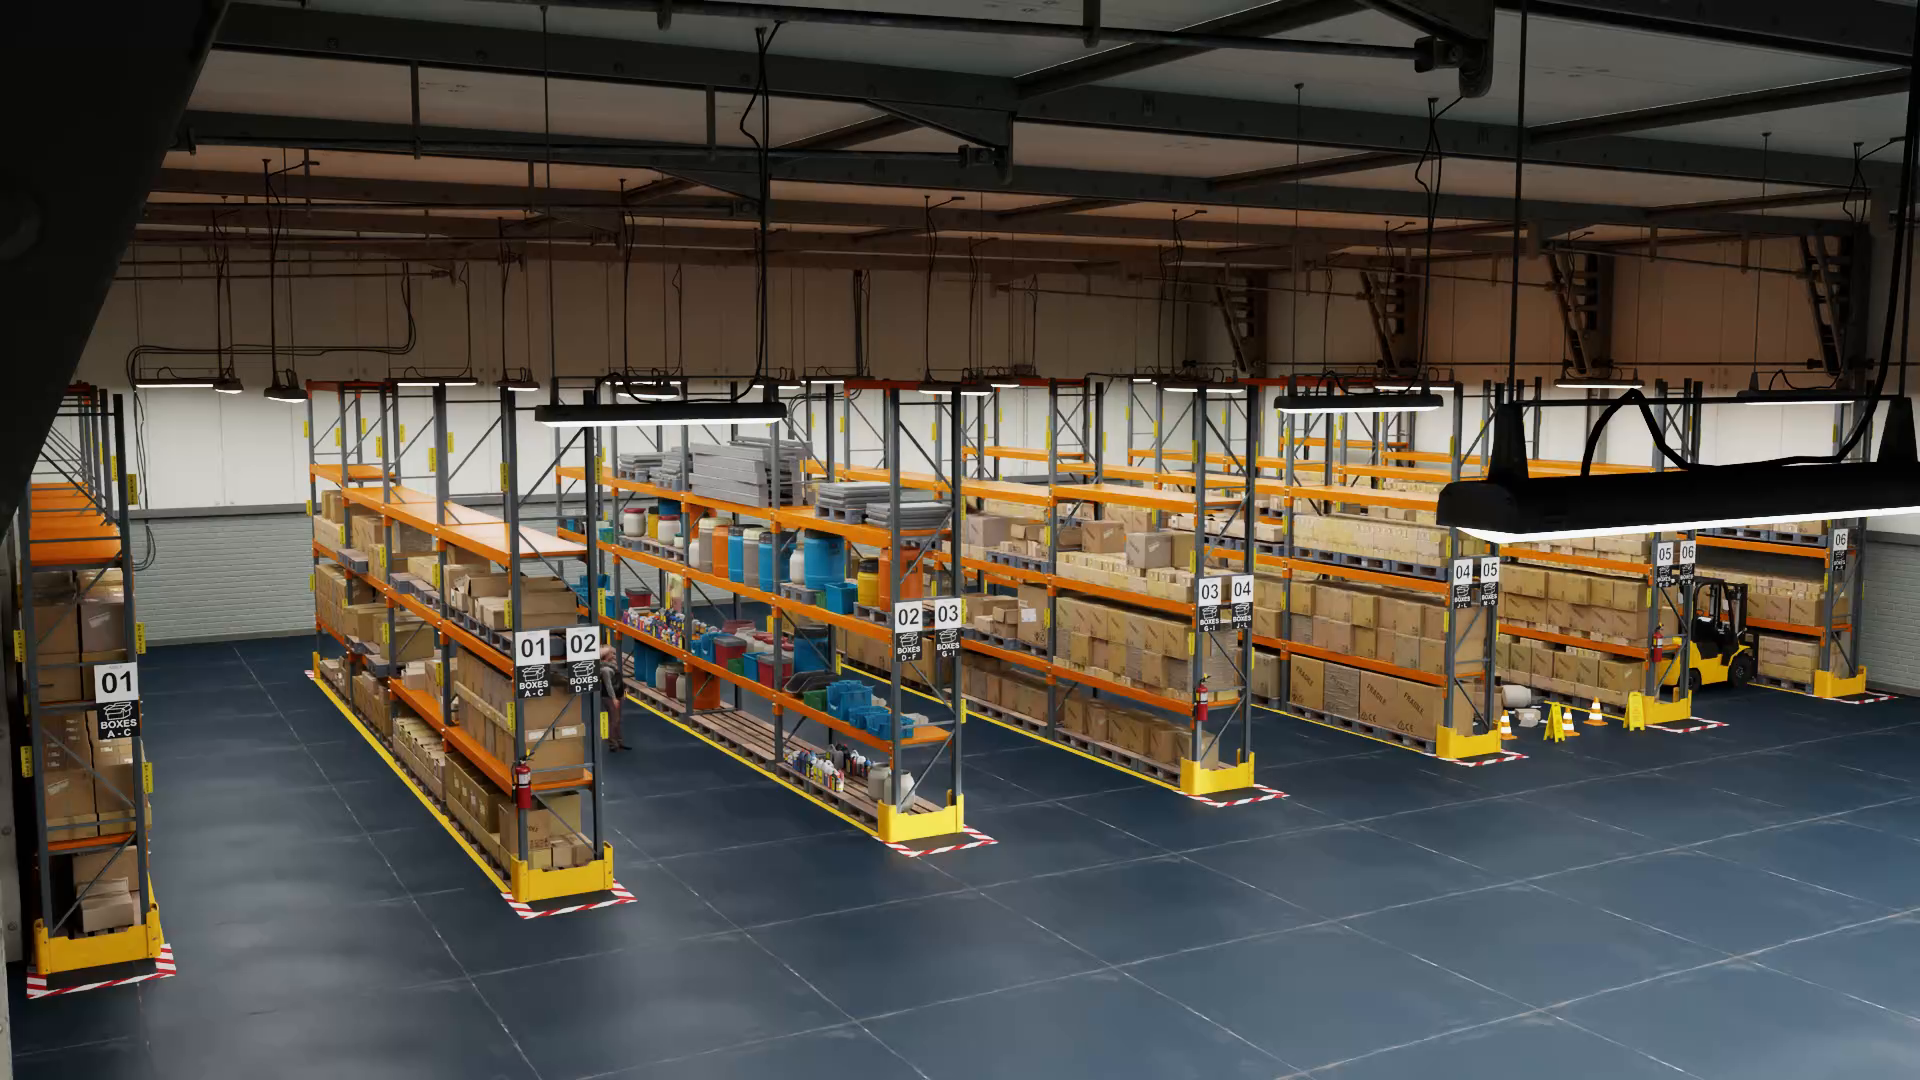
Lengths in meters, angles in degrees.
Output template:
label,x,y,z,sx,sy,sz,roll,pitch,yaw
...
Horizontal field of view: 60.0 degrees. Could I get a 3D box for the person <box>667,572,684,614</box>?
label,x,y,z,sx,sy,sz,roll,pitch,yaw
person,-6.610,1.346,39.242,0.622,1.661,0.472,1,6,9

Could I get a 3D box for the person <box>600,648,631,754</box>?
label,x,y,z,sx,sy,sz,roll,pitch,yaw
person,-5.661,2.660,27.241,0.516,1.675,0.580,0,6,2
